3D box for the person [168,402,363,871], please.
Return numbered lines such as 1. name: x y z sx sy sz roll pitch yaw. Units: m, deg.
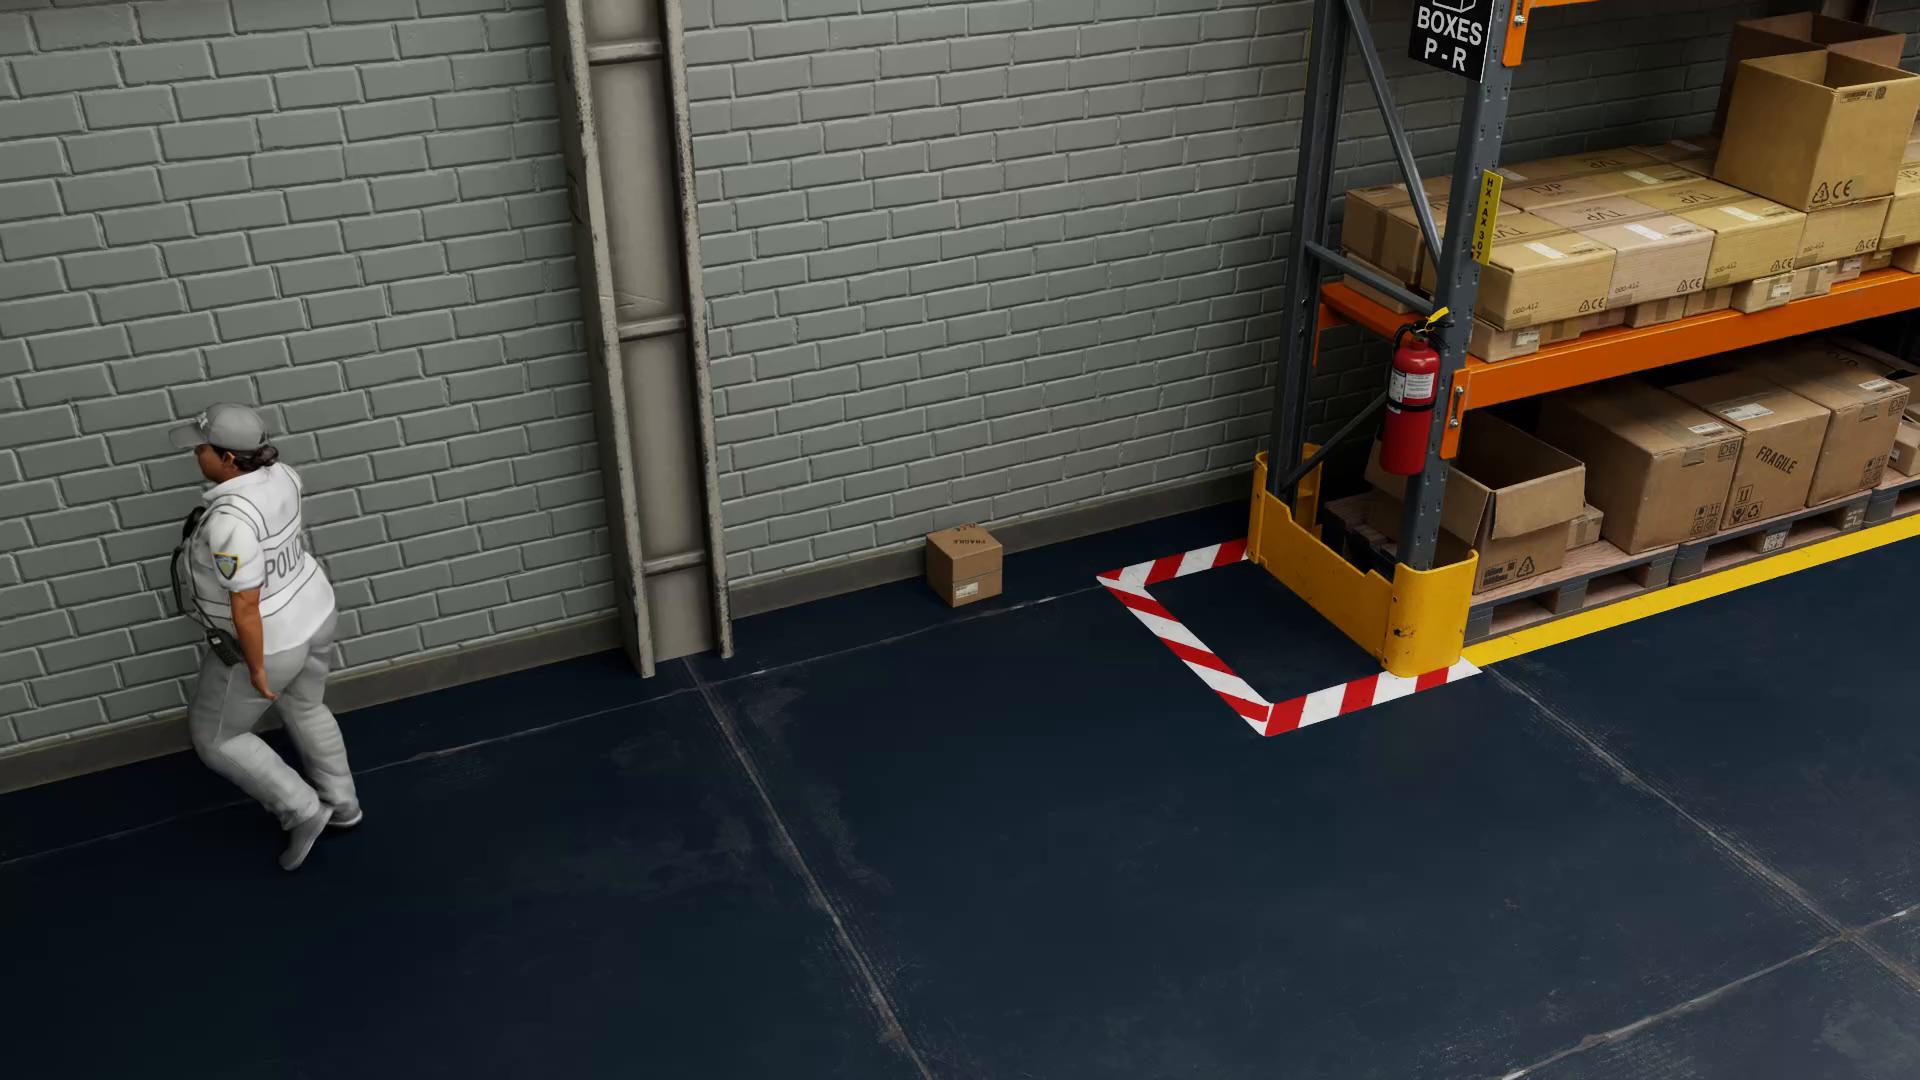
1. person: -2.327 0.324 5.548 0.445 1.678 0.481 4 30 7
